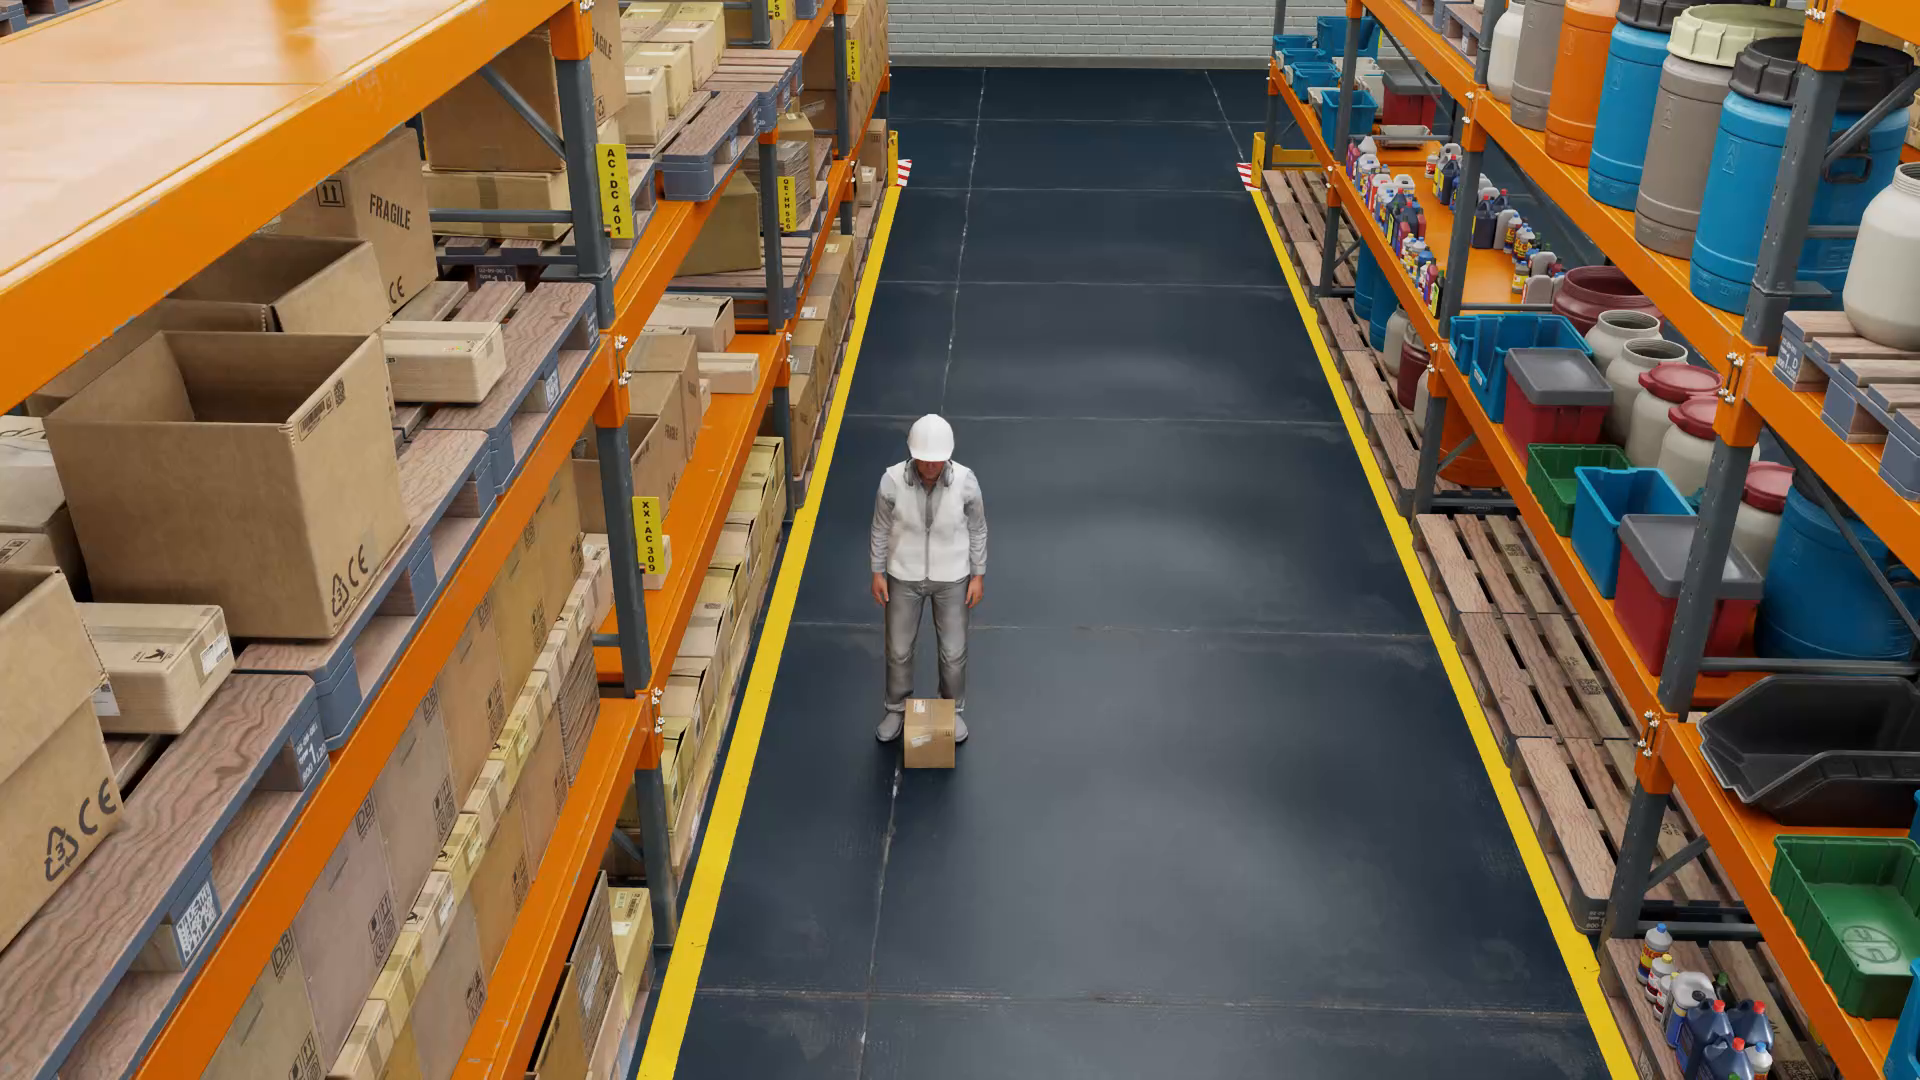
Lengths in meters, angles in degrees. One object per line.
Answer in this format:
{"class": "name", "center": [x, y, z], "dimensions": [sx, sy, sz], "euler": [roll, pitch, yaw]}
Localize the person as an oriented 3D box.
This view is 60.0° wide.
{"class": "person", "center": [-0.157, 0.178, 8.254], "dimensions": [0.579, 1.770, 0.462], "euler": [0, 28, 1]}
